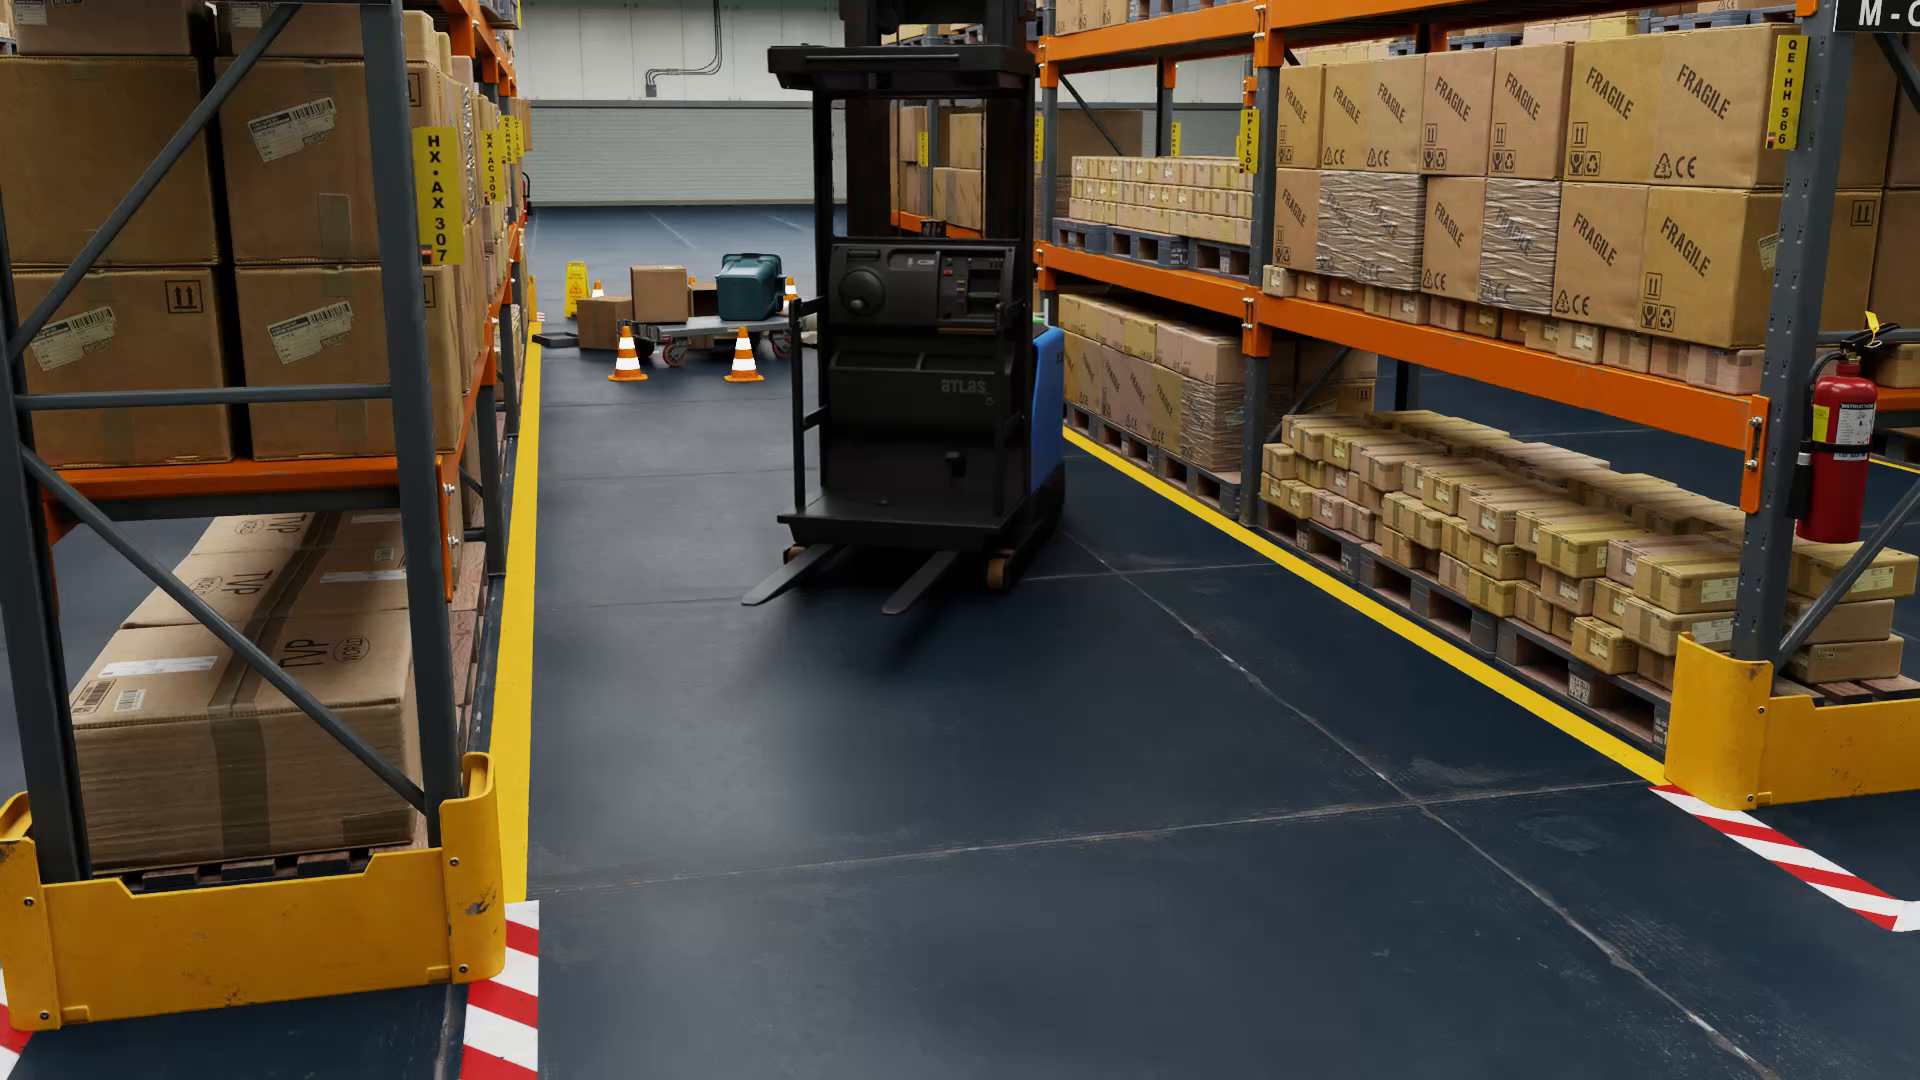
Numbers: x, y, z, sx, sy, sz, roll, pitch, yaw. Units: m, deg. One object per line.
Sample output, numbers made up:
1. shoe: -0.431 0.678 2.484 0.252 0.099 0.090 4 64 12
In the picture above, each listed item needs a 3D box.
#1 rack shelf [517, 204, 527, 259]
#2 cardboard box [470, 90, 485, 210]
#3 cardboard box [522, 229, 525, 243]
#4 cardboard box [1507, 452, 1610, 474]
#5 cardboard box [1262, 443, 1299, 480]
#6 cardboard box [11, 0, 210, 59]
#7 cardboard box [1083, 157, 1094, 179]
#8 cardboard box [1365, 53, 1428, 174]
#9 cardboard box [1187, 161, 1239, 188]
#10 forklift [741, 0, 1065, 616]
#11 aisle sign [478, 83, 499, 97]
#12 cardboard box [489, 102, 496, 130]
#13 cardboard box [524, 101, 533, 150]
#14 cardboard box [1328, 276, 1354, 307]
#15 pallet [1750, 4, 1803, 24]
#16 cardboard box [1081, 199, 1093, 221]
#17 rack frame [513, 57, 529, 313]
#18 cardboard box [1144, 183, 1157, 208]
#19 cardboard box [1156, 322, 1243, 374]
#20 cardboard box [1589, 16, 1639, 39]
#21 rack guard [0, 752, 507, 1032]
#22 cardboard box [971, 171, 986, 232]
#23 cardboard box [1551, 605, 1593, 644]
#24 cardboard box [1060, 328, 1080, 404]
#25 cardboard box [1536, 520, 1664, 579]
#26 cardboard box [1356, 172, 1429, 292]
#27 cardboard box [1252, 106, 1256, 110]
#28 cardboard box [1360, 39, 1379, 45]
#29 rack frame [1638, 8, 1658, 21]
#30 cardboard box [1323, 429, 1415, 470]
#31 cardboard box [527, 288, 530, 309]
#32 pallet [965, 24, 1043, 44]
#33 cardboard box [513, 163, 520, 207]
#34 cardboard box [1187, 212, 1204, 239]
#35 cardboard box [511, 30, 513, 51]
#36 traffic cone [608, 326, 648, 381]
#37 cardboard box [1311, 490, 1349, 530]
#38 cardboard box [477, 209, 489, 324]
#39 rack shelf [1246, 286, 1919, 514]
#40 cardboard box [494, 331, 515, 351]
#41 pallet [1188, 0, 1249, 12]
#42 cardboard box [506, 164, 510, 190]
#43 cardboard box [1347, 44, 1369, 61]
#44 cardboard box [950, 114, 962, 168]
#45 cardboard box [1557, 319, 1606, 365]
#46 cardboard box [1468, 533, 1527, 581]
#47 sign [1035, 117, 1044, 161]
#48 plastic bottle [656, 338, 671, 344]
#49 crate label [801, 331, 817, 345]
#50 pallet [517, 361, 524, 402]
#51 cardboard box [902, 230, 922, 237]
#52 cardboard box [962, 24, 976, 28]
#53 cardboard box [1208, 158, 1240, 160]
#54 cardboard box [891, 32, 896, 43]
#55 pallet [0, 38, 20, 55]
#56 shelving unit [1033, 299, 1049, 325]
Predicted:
1. rack shelf: -5.081 -3.217 17.291 1.077 0.370 4.000 -3 14 -13
2. cardboard box: -2.353 -1.700 7.250 0.500 0.500 0.500 -3 14 -14
3. cardboard box: -4.901 -3.266 17.938 0.380 0.149 0.250 -3 14 -12
4. cardboard box: 2.770 -0.303 7.714 0.380 0.149 0.250 -4 14 -15
5. cardboard box: 1.830 -0.421 8.825 0.380 0.149 0.250 -3 14 -11
6. cardboard box: -2.072 -1.258 4.071 0.380 0.149 0.250 -3 14 -12
7. cardboard box: 1.102 -2.673 11.940 0.380 0.149 0.250 -4 14 -15
8. cardboard box: 2.150 -1.883 7.371 0.500 0.500 0.500 -3 14 -12
9. cardboard box: 1.587 -2.194 9.977 0.380 0.149 0.250 -3 14 -13
10. forklift: -0.237 -1.273 7.964 1.130 2.935 3.031 3 14 13
11. aisle sign: -5.283 -5.321 18.910 0.394 0.787 0.004 -3 14 -13
12. cardboard box: -3.057 -2.379 10.028 0.500 0.500 0.500 -3 14 -13
13. cardboard box: -4.887 -4.372 17.558 0.700 0.500 0.500 -3 14 -14
14. cardboard box: 2.051 -1.239 8.208 0.380 0.149 0.250 -4 14 -16
15. pallet: 6.429 -3.697 11.816 1.003 0.211 1.213 -3 14 -11
16. cardboard box: 1.088 -2.387 12.023 0.380 0.149 0.250 -3 14 -10
17. rack frame: -5.551 -4.028 19.094 1.000 3.000 0.127 -3 14 -13
18. cardboard box: 1.406 -2.226 10.737 0.380 0.149 0.250 -3 14 -11
19. cardboard box: 1.527 -1.190 10.279 0.500 0.250 0.500 -3 14 -11
20. cardboard box: 5.611 -4.215 13.855 0.500 0.250 0.500 -3 14 -13
21. rack guard: -1.787 0.883 4.260 1.175 0.500 0.348 -3 14 -13
22. cardboard box: 0.392 -2.968 14.543 0.500 0.500 0.500 -3 14 -12
23. cardboard box: 2.531 0.316 6.437 0.380 0.149 0.250 -3 14 -13
24. cardboard box: 1.034 -1.294 12.285 0.500 0.500 0.500 -4 14 -16
25. cardboard box: 2.437 0.034 6.336 0.380 0.149 0.250 -4 14 -14
26. cardboard box: 2.133 -1.392 7.466 0.500 0.500 0.500 -4 14 -14
27. cardboard box: 3.947 -5.117 20.607 0.500 0.500 0.500 -3 14 -13
28. cardboard box: 4.548 -5.414 17.923 0.380 0.149 0.250 -4 14 -16
29. rack frame: 5.961 -5.649 13.089 1.000 3.000 0.127 -3 14 -13
30. cardboard box: 2.049 -0.454 8.332 0.380 0.149 0.250 -3 14 -14
31. cardboard box: -5.094 -2.719 18.646 0.500 0.250 0.500 -3 14 -13
32. pallet: 0.648 -4.250 14.082 1.003 0.211 1.213 -3 14 -11
33. cardboard box: -4.444 -3.415 15.749 0.500 0.500 0.500 -3 14 -13
34. cardboard box: 1.593 -1.897 10.015 0.380 0.149 0.250 -4 14 -16
35. cardboard box: -4.804 -5.102 16.858 0.500 0.250 0.500 -3 14 -13
36. traffic cone: -2.959 -1.665 14.766 0.336 0.463 0.334 -3 14 -13
37. cardboard box: 2.000 -0.160 8.385 0.380 0.149 0.250 -3 14 -13
38. cardboard box: -2.375 -1.215 7.371 0.500 0.500 0.500 -3 14 -13
39. rack shelf: 2.525 -0.748 7.184 1.077 0.370 4.000 -3 14 -13
40. cardboard box: -3.976 -1.411 13.033 0.950 0.372 0.625 -4 14 -14
41. pallet: 2.014 -3.073 9.261 1.213 0.211 1.003 -3 14 -13
42. cardboard box: -4.047 -3.175 13.879 0.500 0.500 0.500 -3 14 -11
43. cardboard box: 4.548 -5.254 18.106 0.500 0.250 0.500 -3 14 -12
44. cardboard box: 0.299 -3.824 15.944 0.700 0.500 0.500 -4 14 -14
45. cardboard box: 2.466 -0.748 6.196 0.380 0.149 0.250 -3 14 -12
46. cardboard box: 2.336 0.056 6.873 0.380 0.149 0.250 -3 14 -12
47. sign: 0.577 -3.012 12.497 0.100 0.325 0.005 -3 14 -13
48. plastic bottle: -3.091 -2.080 17.312 0.133 0.061 0.283 -1 14 -3
49. crate label: -1.538 -2.079 17.147 0.250 0.136 0.298 10 17 35
50. pallet: -4.137 -1.289 13.759 1.003 0.211 1.213 -3 14 -13
51. cardboard box: -0.118 -2.933 18.204 0.875 0.875 0.875 -3 14 -13
52. cardboard box: 0.179 -4.739 15.118 0.250 0.149 0.380 -3 14 -13
53. cardboard box: 1.912 -2.529 11.350 0.380 0.149 0.250 -3 14 -13
54. cardboard box: -0.520 -5.352 17.627 0.380 0.149 0.250 -3 14 -14
55. pallet: -10.234 -5.000 16.939 1.003 0.211 1.213 -3 14 -13
56. shelving unit: 0.319 -0.844 9.852 0.258 1.200 0.503 -4 14 -16
